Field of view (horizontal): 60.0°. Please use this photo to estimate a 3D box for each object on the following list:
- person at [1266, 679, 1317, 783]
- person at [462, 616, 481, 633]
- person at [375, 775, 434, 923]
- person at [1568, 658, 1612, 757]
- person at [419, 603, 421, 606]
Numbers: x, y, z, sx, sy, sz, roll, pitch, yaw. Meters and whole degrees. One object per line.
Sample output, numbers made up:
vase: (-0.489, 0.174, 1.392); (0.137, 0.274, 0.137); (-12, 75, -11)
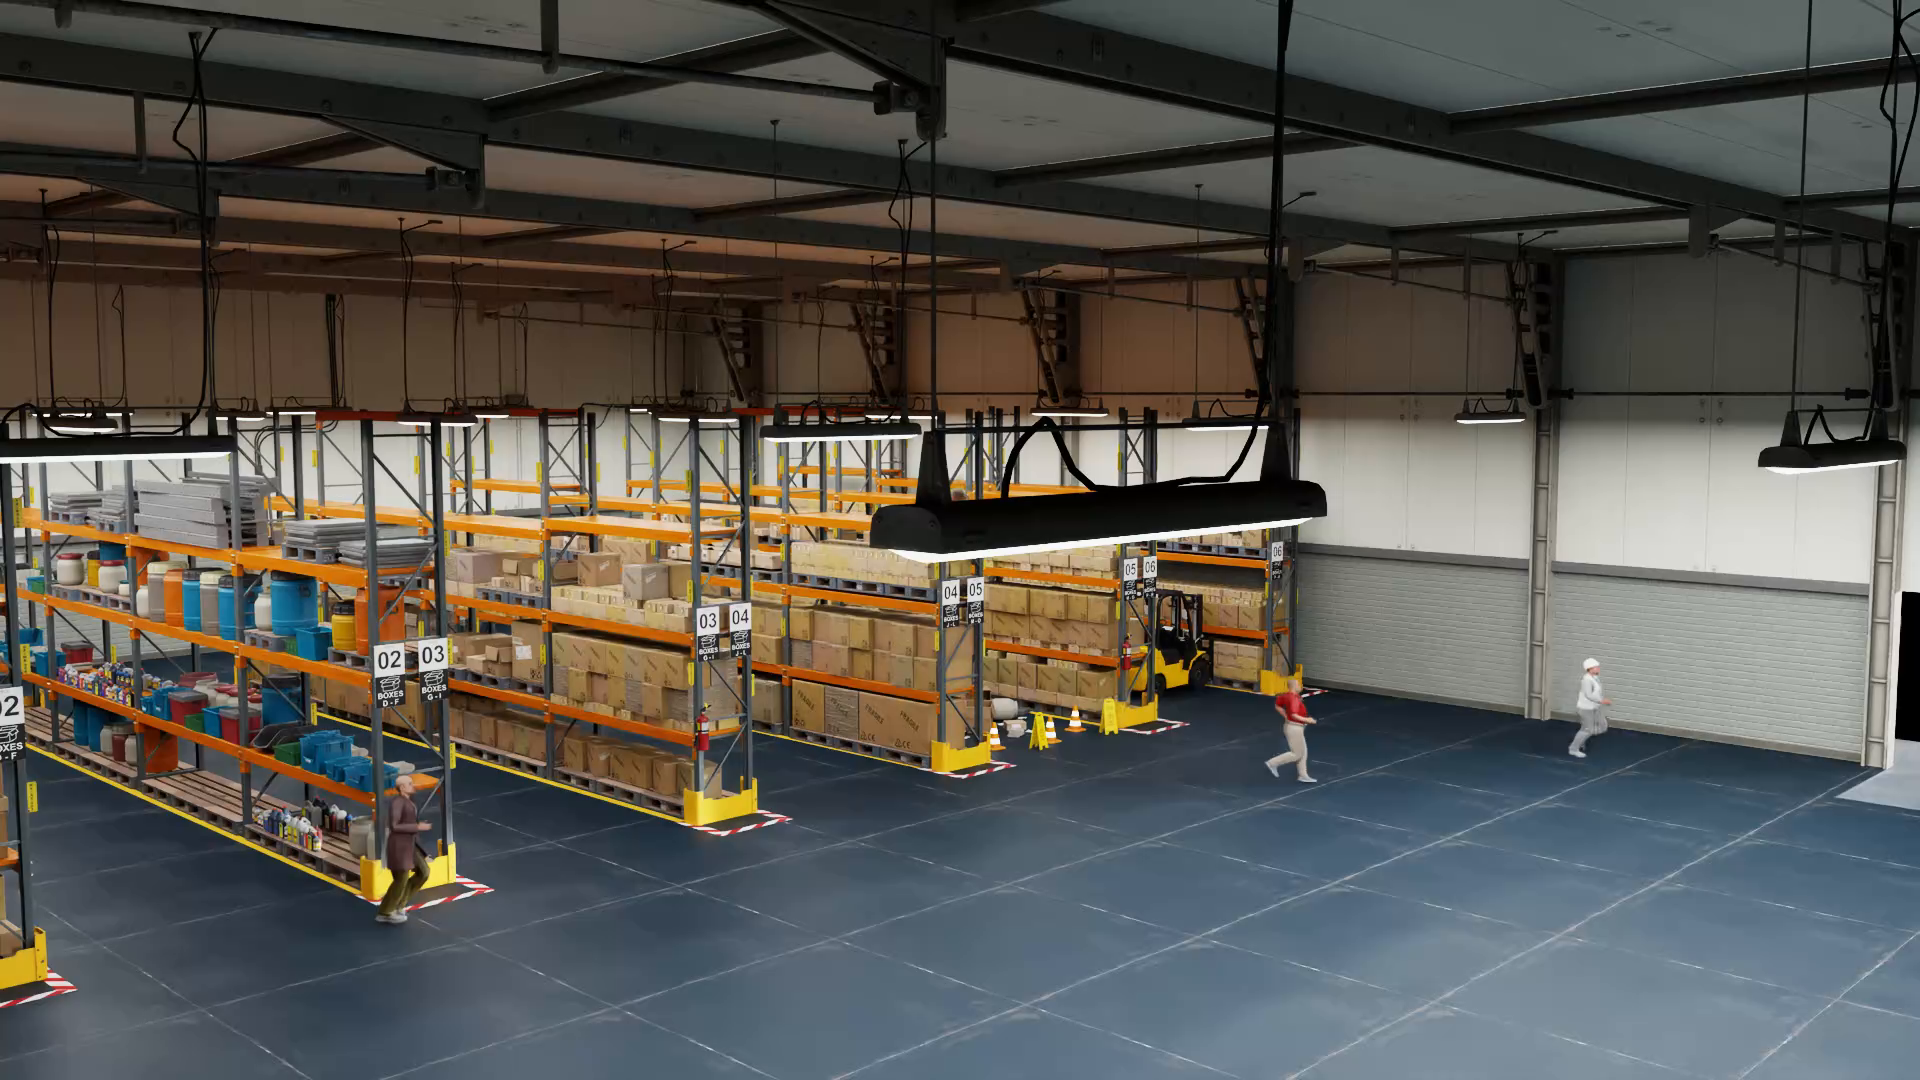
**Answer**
person: (5.372, 3.103, 26.940); (0.888, 1.718, 0.665); (0, 5, -4)
person: (-11.825, 1.894, 40.541); (0.772, 1.698, 0.691); (-4, 7, -40)
person: (-6.627, 3.700, 19.966); (0.709, 1.763, 0.716); (0, 5, -1)
person: (10.983, 2.910, 28.913); (0.703, 1.734, 0.682); (3, 6, 32)
person: (-12.100, 2.206, 37.448); (0.617, 1.692, 0.825); (-3, 6, -33)
